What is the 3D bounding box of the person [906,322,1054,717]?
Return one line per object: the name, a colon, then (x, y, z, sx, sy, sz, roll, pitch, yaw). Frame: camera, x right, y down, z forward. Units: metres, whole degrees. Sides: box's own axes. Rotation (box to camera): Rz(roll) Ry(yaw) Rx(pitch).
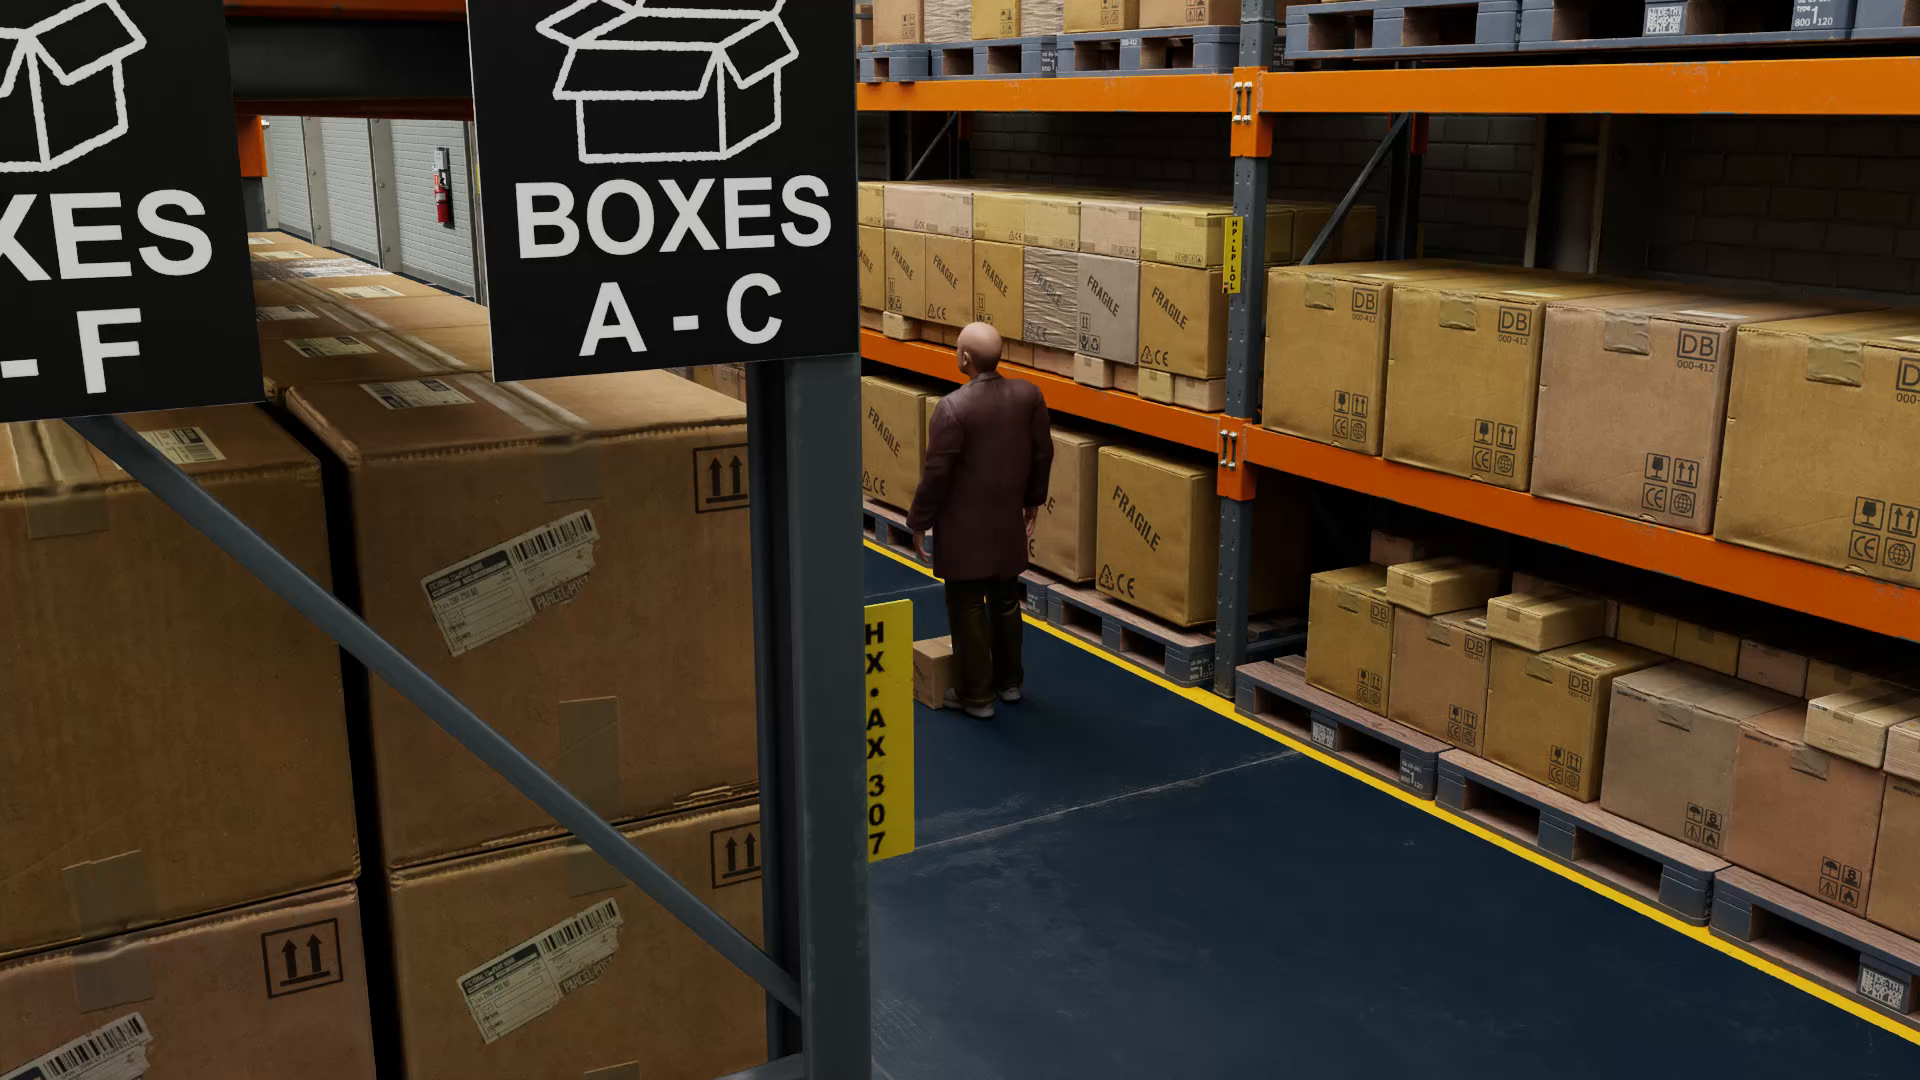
person: (0.040, -0.099, 7.386, 0.694, 1.776, 0.582, -8, 17, -29)
